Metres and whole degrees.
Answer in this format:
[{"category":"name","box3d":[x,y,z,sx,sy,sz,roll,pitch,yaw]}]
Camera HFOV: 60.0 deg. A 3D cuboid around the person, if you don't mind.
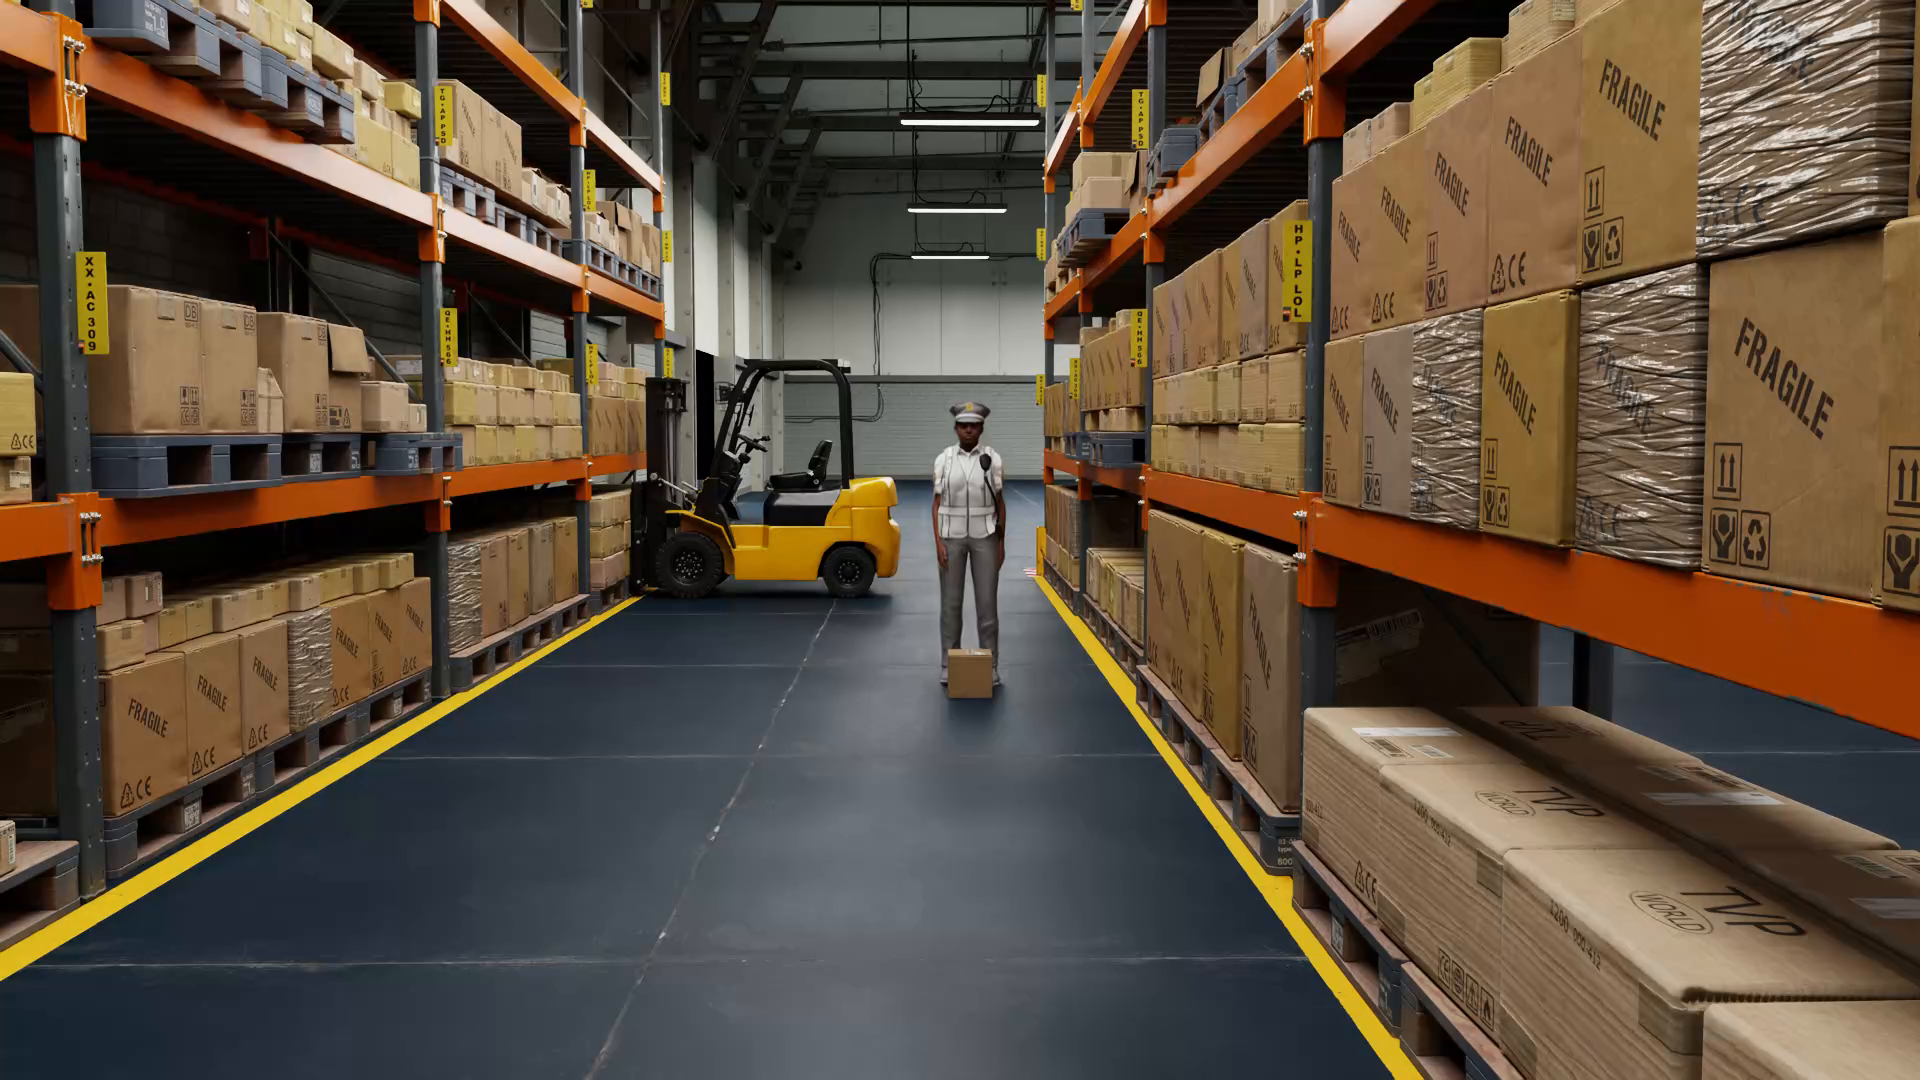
[{"category":"person","box3d":[0.055,0.021,9.989,0.445,1.696,0.348,0,4,0]}]
